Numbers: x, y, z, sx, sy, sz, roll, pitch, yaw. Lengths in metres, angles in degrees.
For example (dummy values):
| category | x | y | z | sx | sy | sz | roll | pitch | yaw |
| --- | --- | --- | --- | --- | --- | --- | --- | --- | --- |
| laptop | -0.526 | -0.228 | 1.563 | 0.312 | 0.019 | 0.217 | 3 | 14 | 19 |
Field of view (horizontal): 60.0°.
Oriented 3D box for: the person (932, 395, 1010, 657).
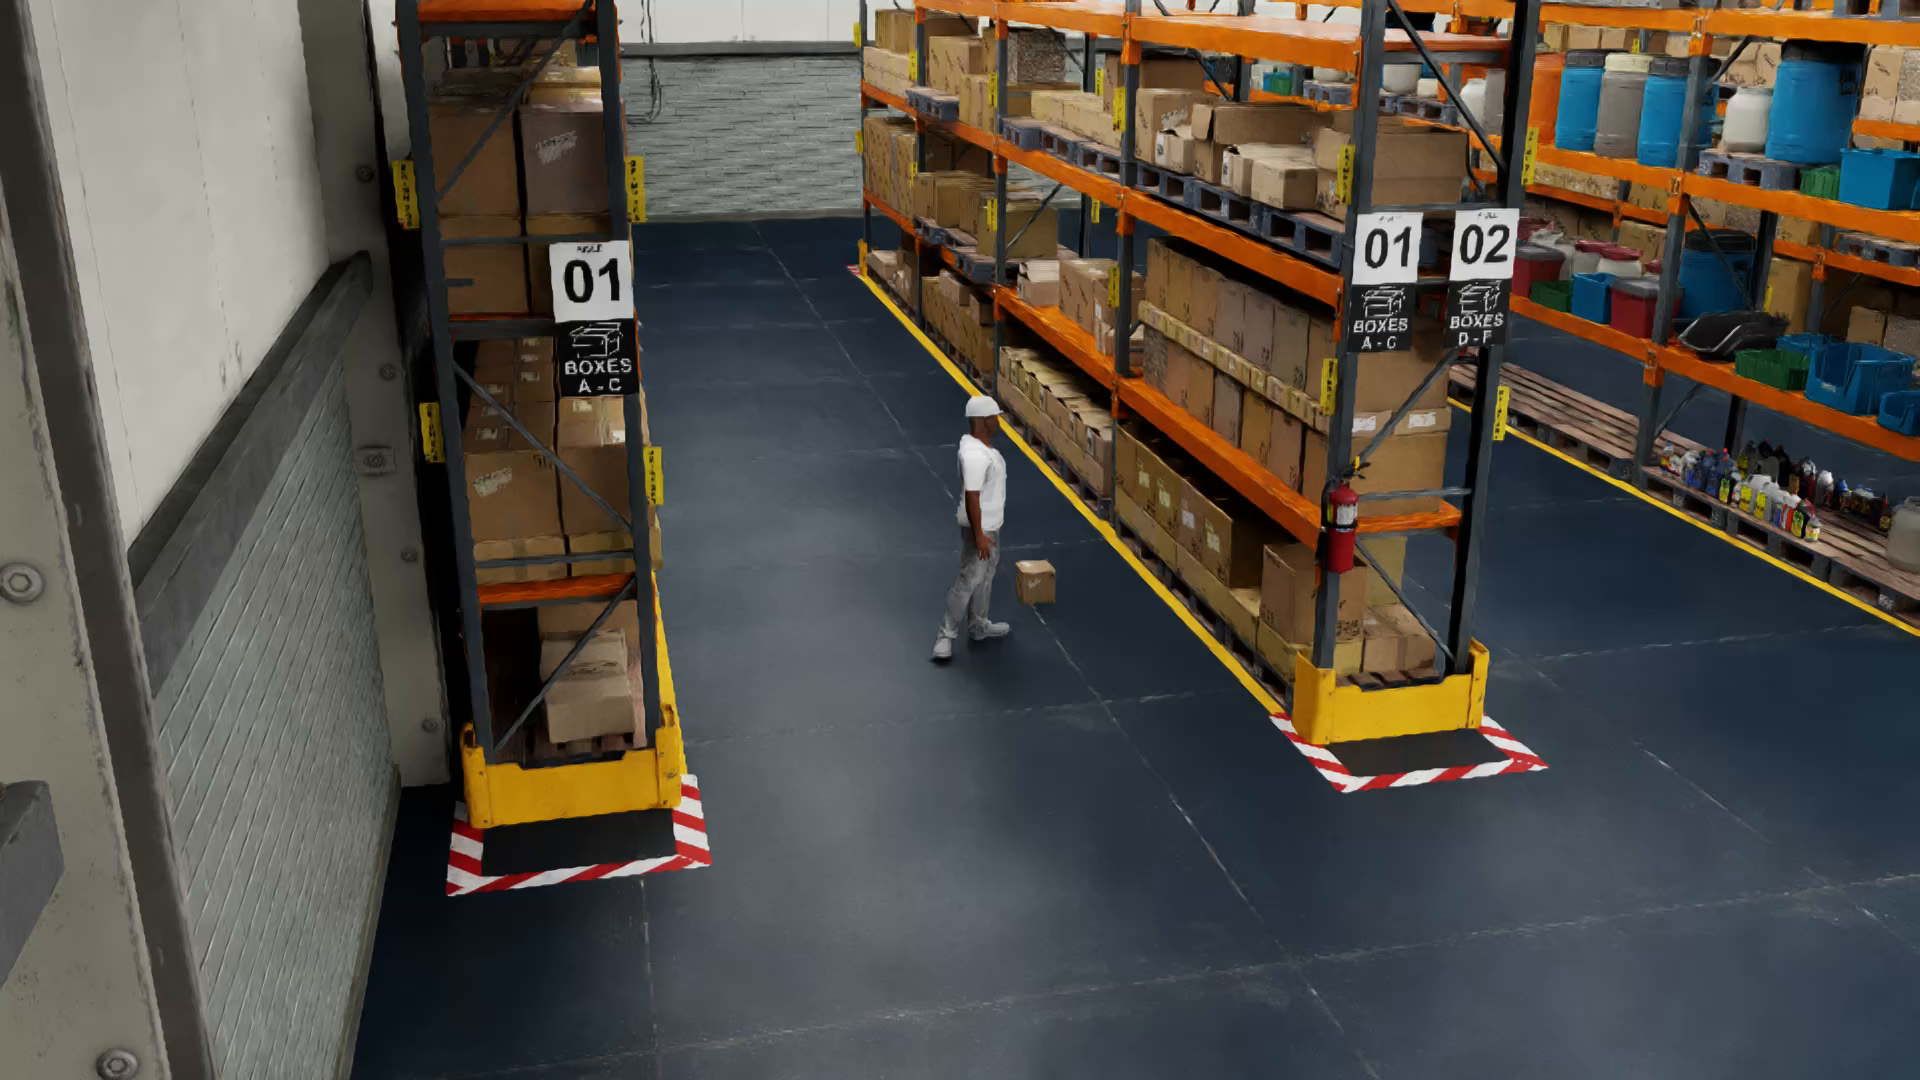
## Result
| category | x | y | z | sx | sy | sz | roll | pitch | yaw |
| --- | --- | --- | --- | --- | --- | --- | --- | --- | --- |
| person | 0.082 | -0.092 | 11.300 | 0.474 | 1.772 | 0.706 | 3 | 20 | 9 |
